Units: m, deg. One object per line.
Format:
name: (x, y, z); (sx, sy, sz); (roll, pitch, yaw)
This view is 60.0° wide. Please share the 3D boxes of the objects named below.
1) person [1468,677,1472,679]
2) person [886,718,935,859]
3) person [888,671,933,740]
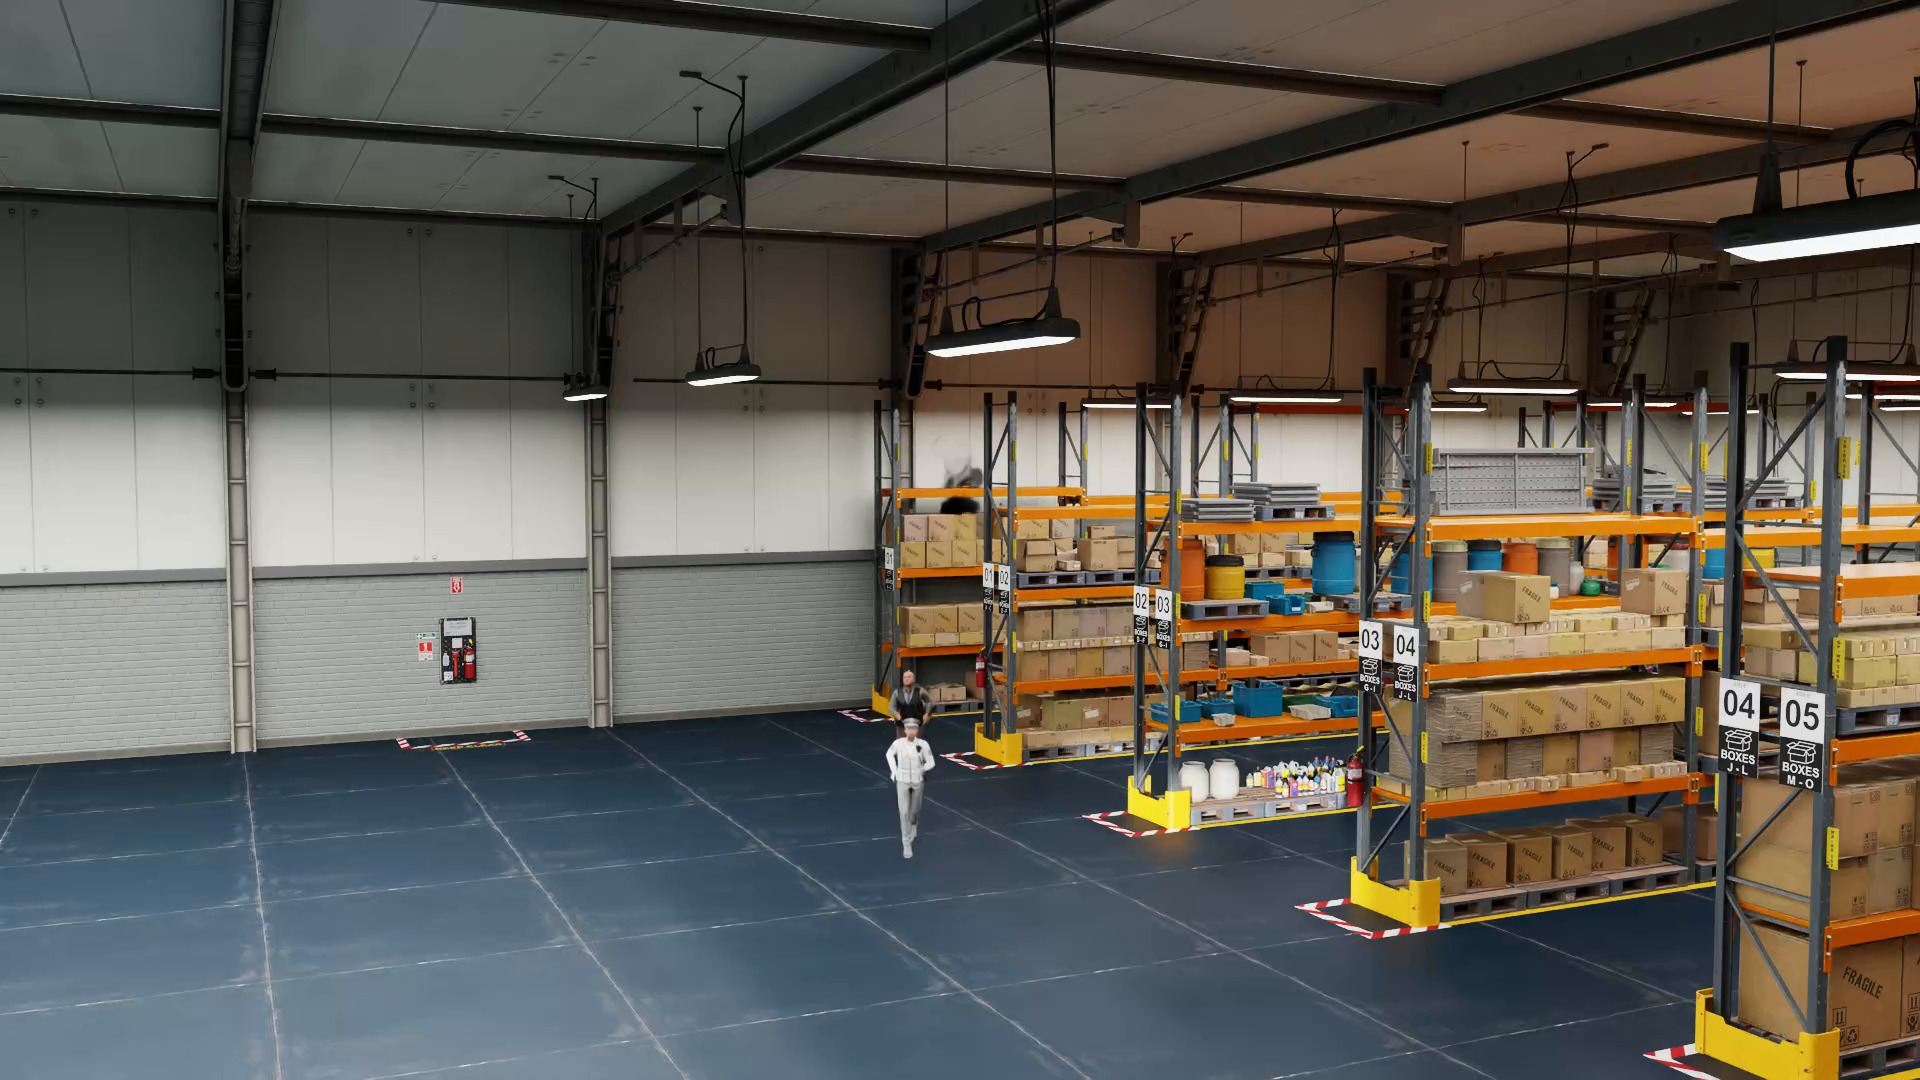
person: (8.288, 2.662, 27.932); (0.728, 1.801, 0.670); (-2, 4, -37)
person: (-0.623, 3.089, 21.063); (0.615, 1.703, 0.906); (0, 3, -3)
person: (-0.754, 2.846, 25.263); (0.670, 1.726, 0.904); (0, 3, 5)
